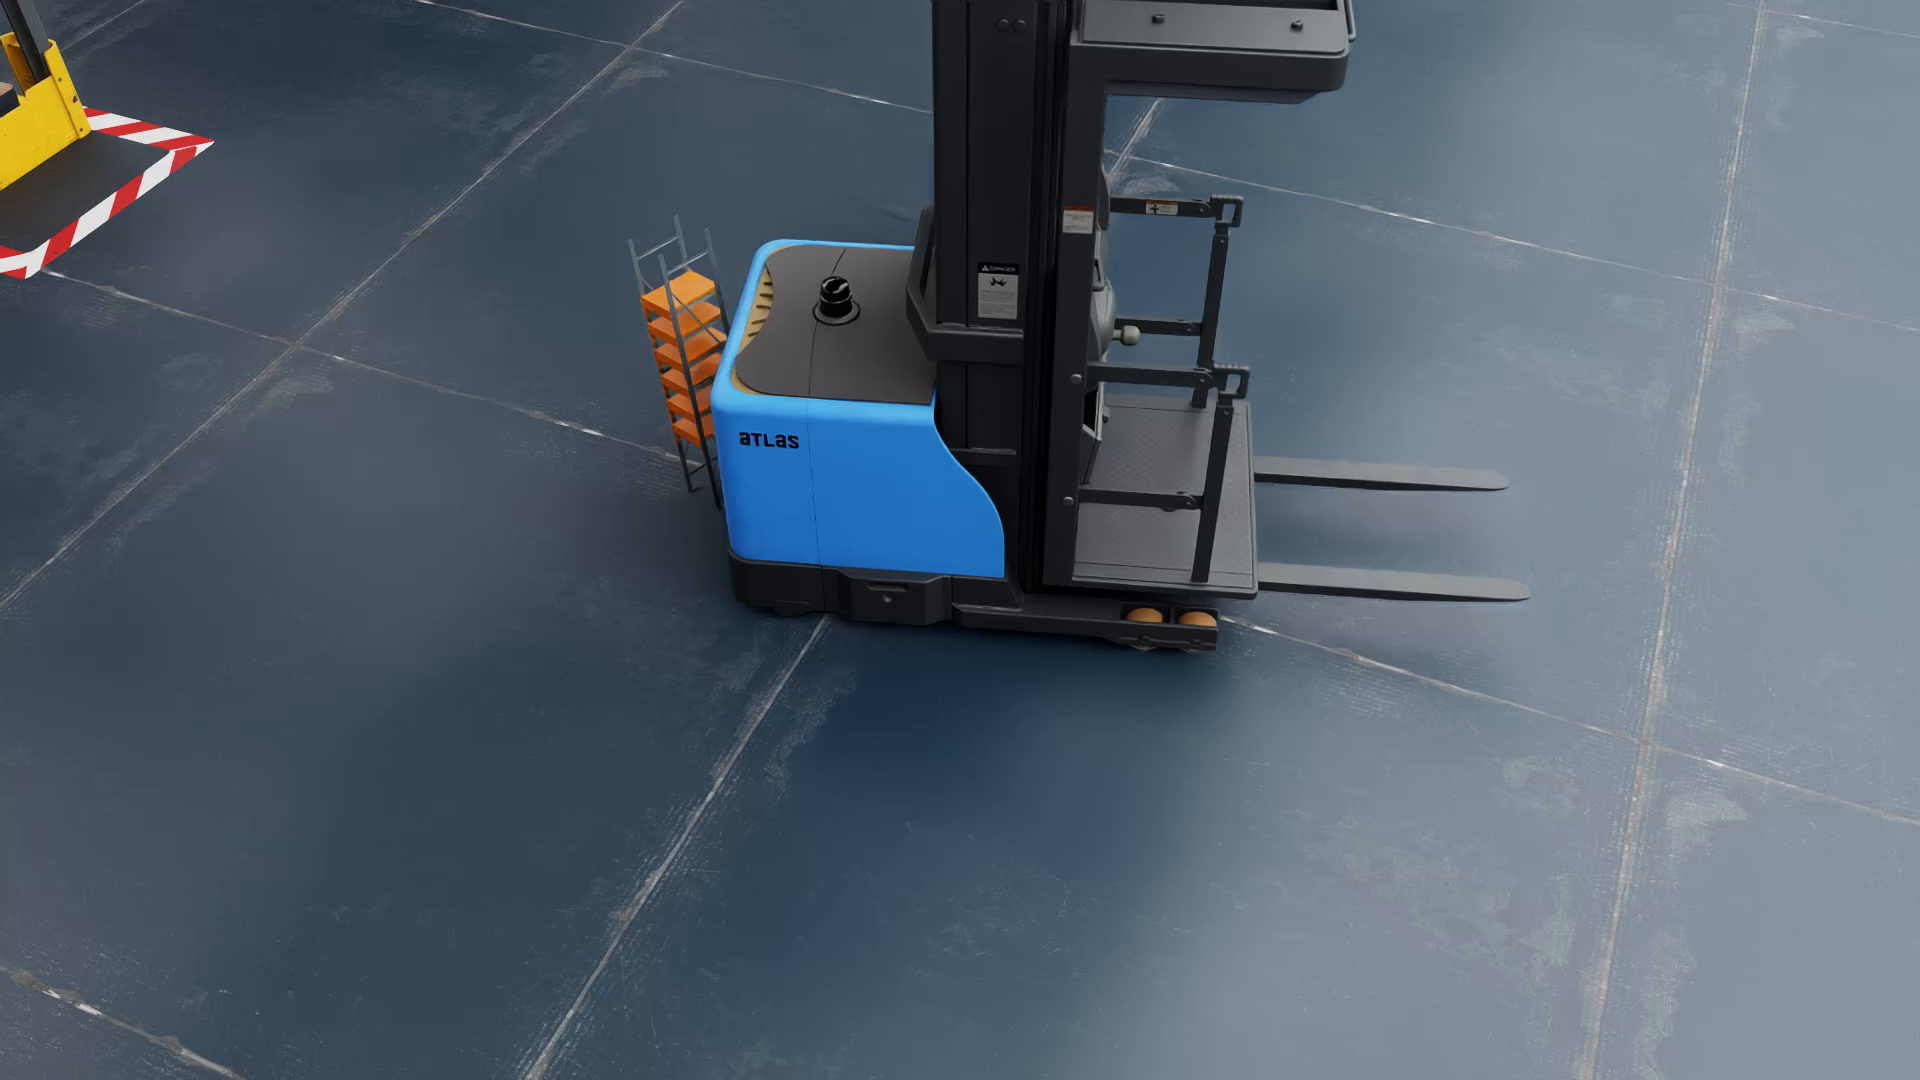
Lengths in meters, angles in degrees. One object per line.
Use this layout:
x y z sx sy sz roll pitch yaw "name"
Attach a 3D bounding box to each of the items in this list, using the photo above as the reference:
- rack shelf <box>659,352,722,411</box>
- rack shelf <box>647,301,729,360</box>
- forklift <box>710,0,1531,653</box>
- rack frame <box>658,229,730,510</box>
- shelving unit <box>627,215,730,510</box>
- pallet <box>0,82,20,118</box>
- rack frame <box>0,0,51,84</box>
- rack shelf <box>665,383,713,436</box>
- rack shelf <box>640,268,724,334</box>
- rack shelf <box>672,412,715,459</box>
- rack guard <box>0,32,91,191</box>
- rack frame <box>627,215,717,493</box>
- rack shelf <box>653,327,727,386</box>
-1.031 -0.643 6.597 0.180 0.103 0.258 29 51 35 "rack shelf"
-1.051 -0.826 6.443 0.180 0.103 0.258 29 51 35 "rack shelf"
0.664 -1.004 5.681 3.031 2.935 1.130 4 45 4 "forklift"
-0.969 -0.640 6.517 0.006 1.200 0.240 29 51 35 "rack frame"
-1.035 -0.677 6.569 0.189 1.200 0.258 29 51 35 "shelving unit"
-5.798 -2.194 8.806 1.213 0.211 1.003 16 47 16 "pallet"
-4.962 -2.968 7.607 0.127 3.000 1.000 16 47 16 "rack frame"
-1.021 -0.552 6.675 0.180 0.103 0.258 29 51 35 "rack shelf"
-1.062 -0.917 6.366 0.180 0.103 0.258 29 51 35 "rack shelf"
-1.010 -0.461 6.752 0.180 0.103 0.258 29 51 35 "rack shelf"
-5.051 -2.072 8.478 0.348 0.500 1.175 16 47 16 "rack guard"
-1.101 -0.713 6.621 0.006 1.200 0.240 29 51 35 "rack frame"
-1.041 -0.734 6.520 0.180 0.103 0.258 29 51 35 "rack shelf"
